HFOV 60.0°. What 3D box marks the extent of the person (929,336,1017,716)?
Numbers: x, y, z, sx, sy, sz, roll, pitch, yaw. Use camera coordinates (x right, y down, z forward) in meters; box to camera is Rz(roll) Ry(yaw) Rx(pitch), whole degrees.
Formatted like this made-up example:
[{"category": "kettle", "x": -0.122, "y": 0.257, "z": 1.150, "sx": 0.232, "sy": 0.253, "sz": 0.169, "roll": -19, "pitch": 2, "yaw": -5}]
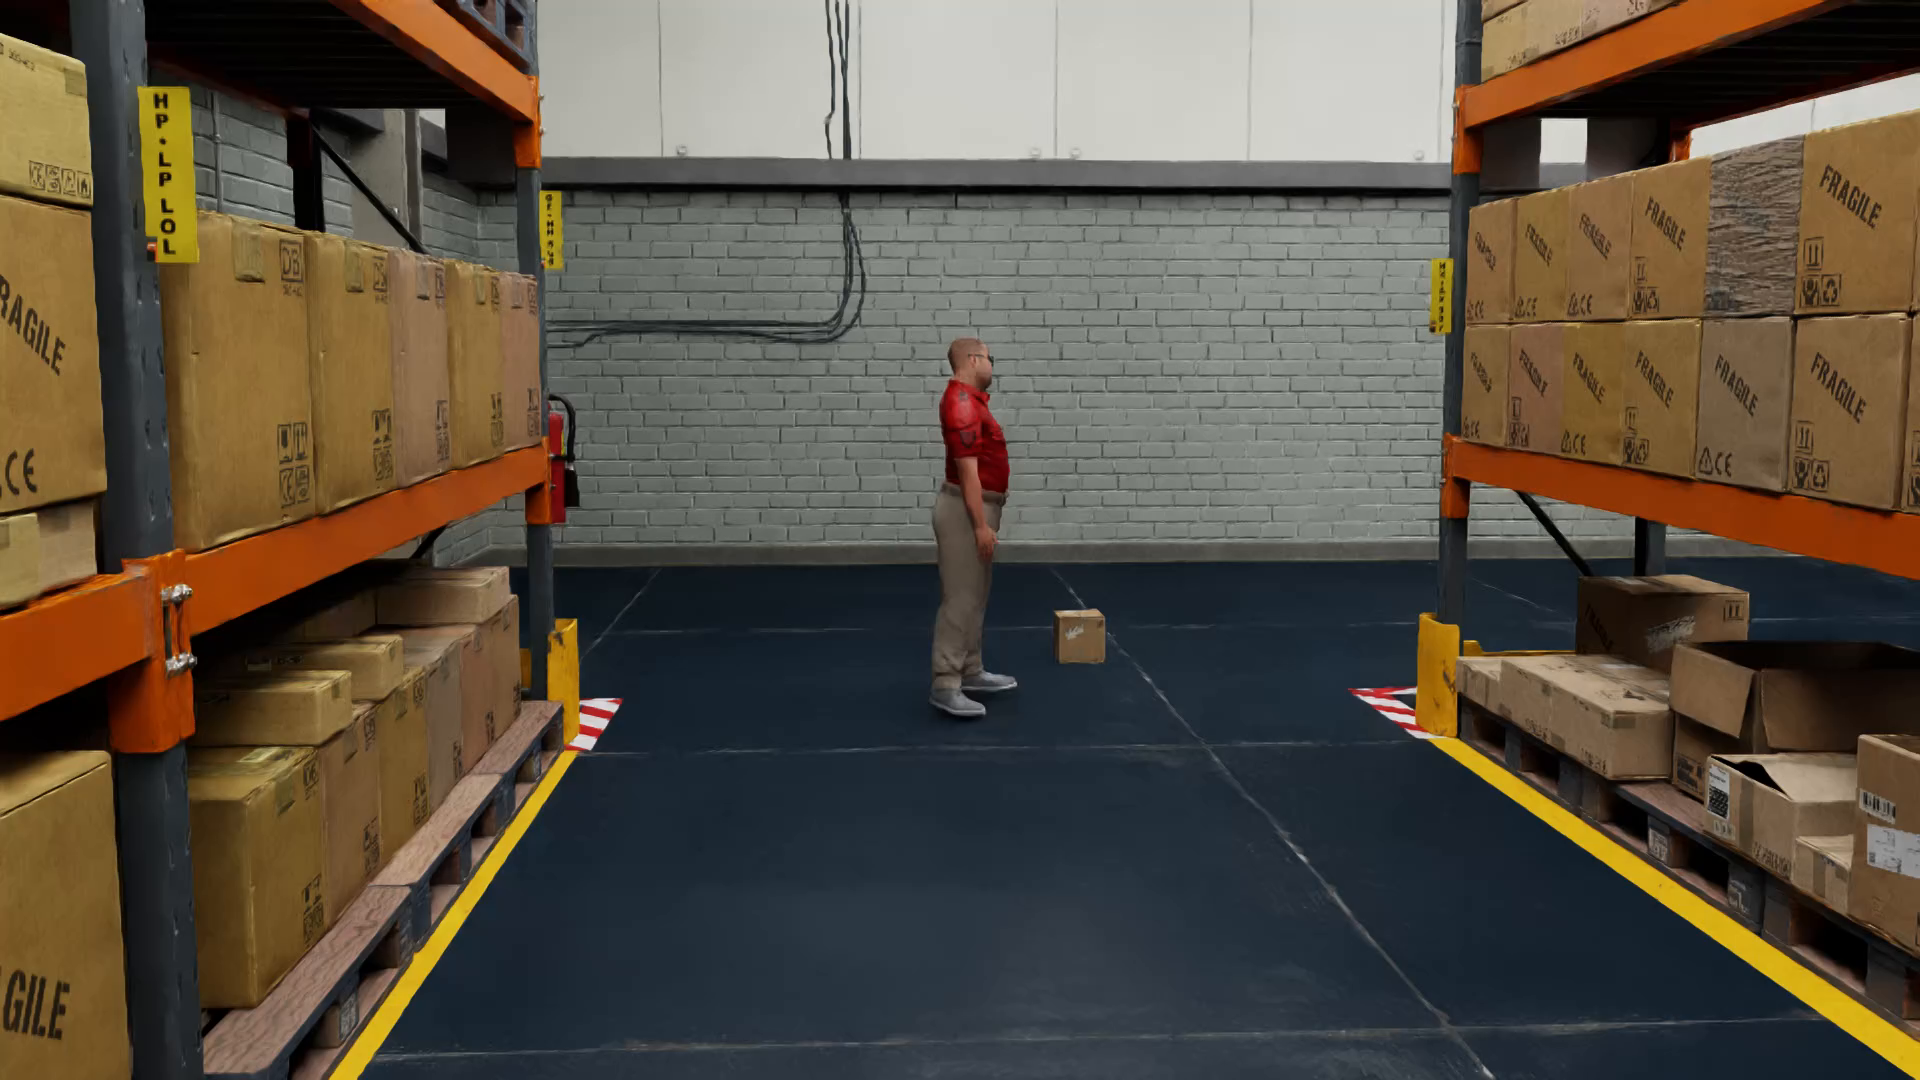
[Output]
[{"category": "person", "x": 0.071, "y": -0.090, "z": 7.824, "sx": 0.422, "sy": 1.729, "sz": 0.678, "roll": 0, "pitch": 7, "yaw": -1}]
